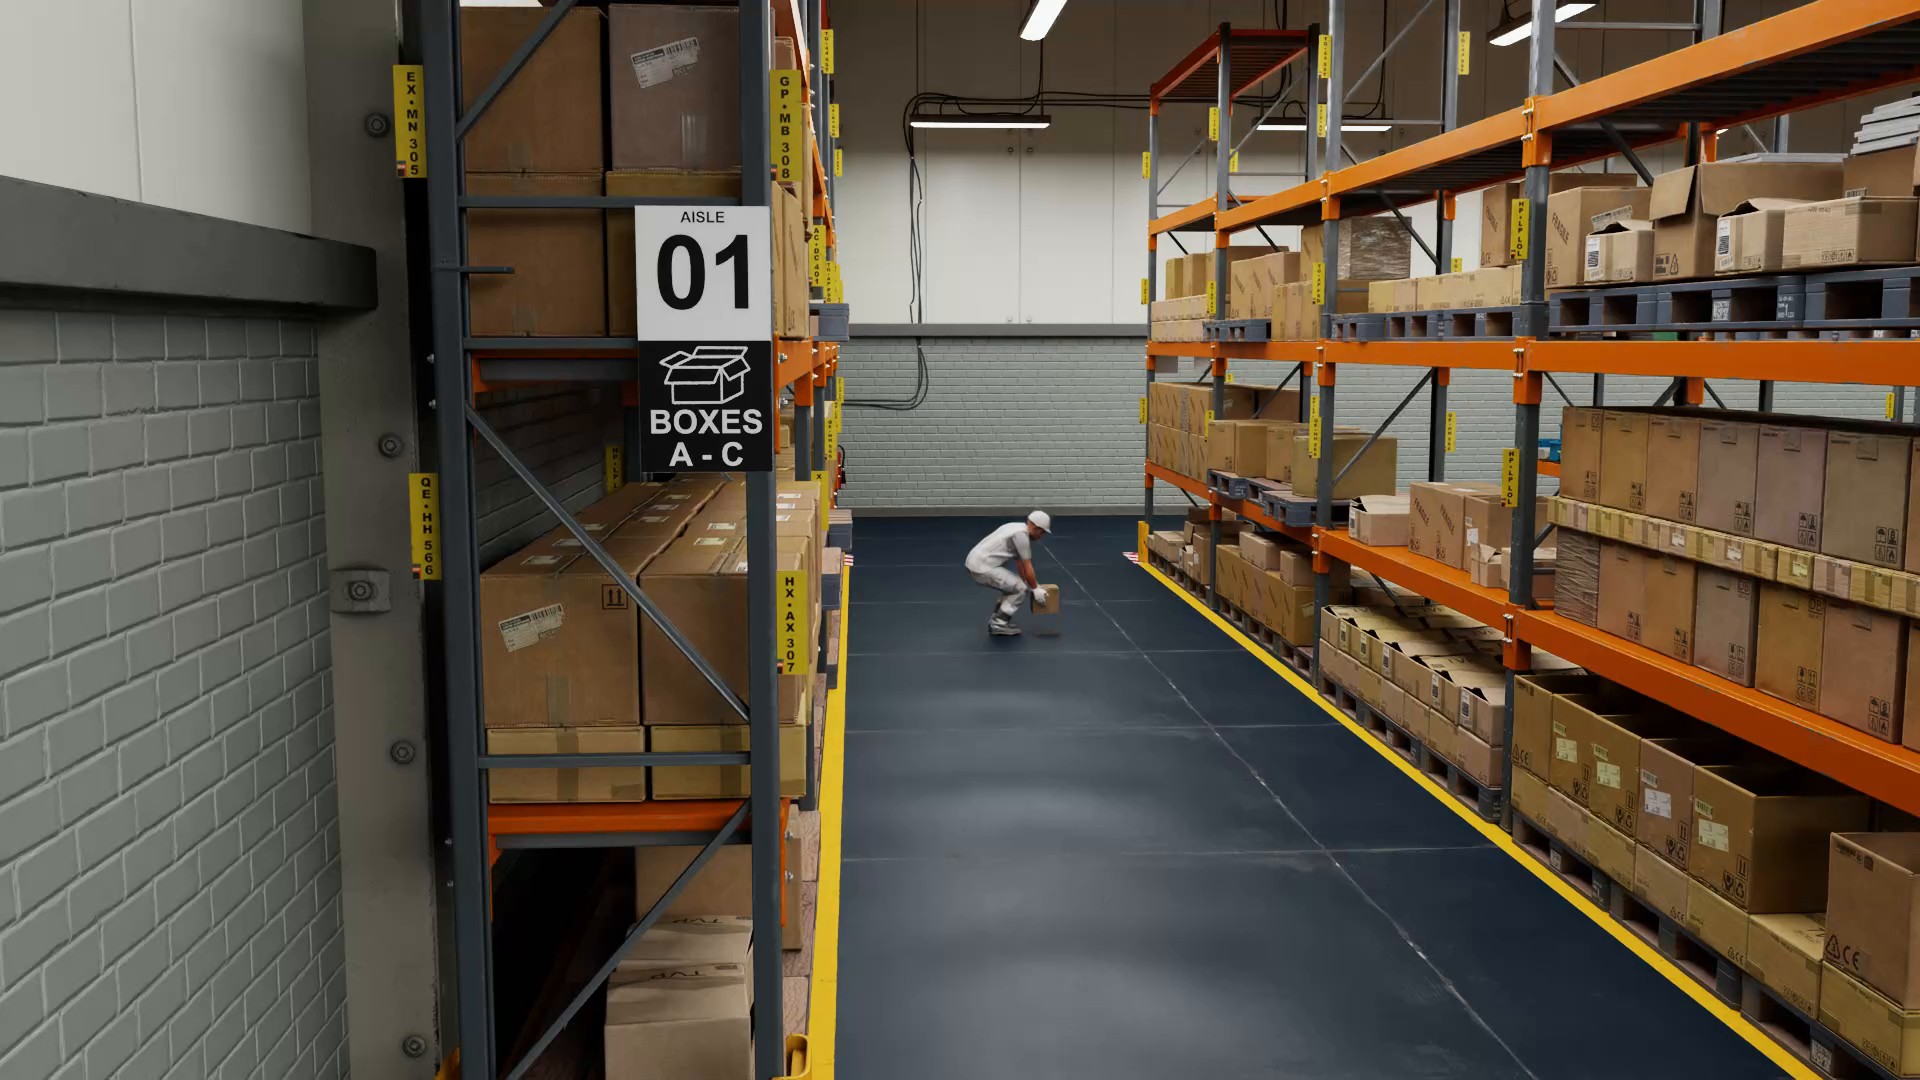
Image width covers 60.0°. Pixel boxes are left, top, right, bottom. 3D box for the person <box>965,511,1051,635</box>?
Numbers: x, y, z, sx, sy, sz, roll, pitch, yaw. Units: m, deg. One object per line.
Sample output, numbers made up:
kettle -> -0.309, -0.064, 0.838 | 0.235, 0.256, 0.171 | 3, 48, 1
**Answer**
person -> 0.467, 0.309, 16.100 | 0.844, 1.186, 0.581 | 0, 7, -4
